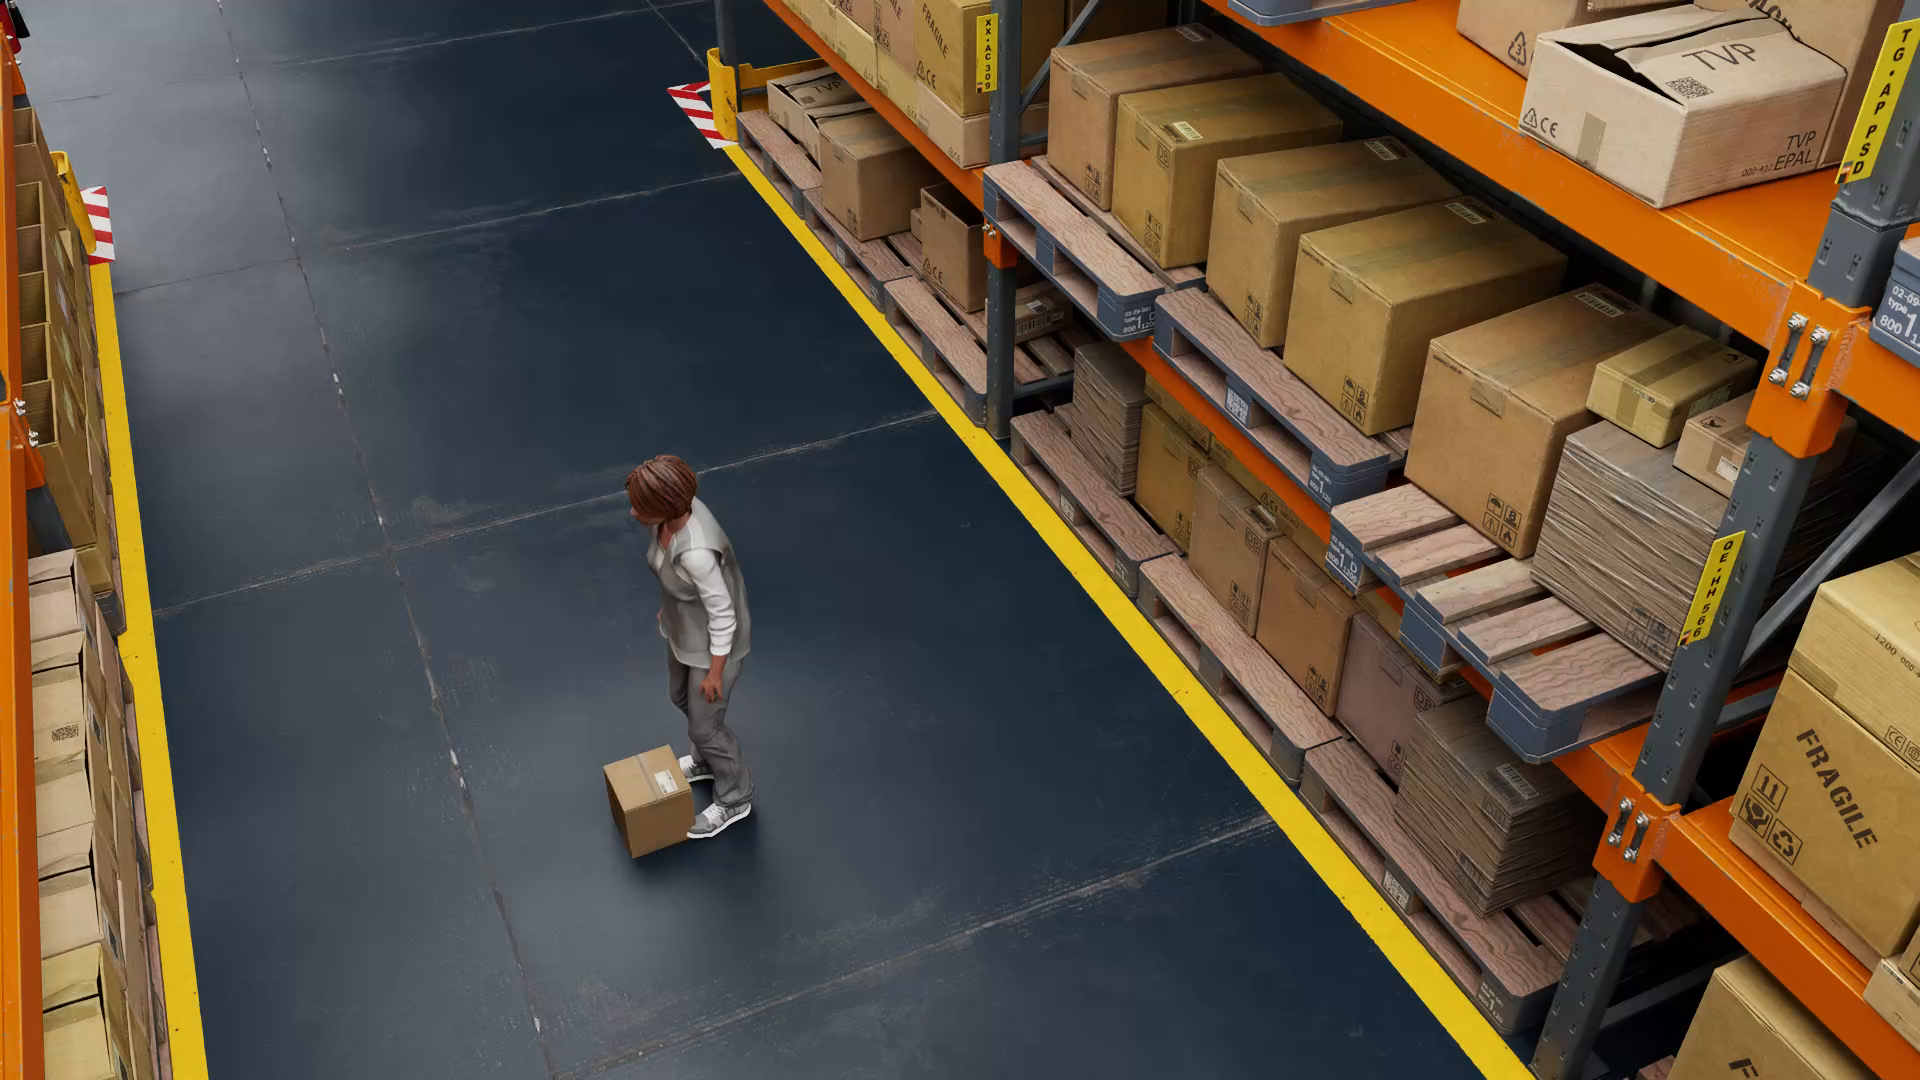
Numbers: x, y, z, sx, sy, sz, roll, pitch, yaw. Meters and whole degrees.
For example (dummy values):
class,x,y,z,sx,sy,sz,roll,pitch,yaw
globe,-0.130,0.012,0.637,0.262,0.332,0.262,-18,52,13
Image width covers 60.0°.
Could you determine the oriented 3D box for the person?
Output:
class,x,y,z,sx,sy,sz,roll,pitch,yaw
person,-0.902,0.350,5.708,0.343,1.593,0.485,-18,41,-22
